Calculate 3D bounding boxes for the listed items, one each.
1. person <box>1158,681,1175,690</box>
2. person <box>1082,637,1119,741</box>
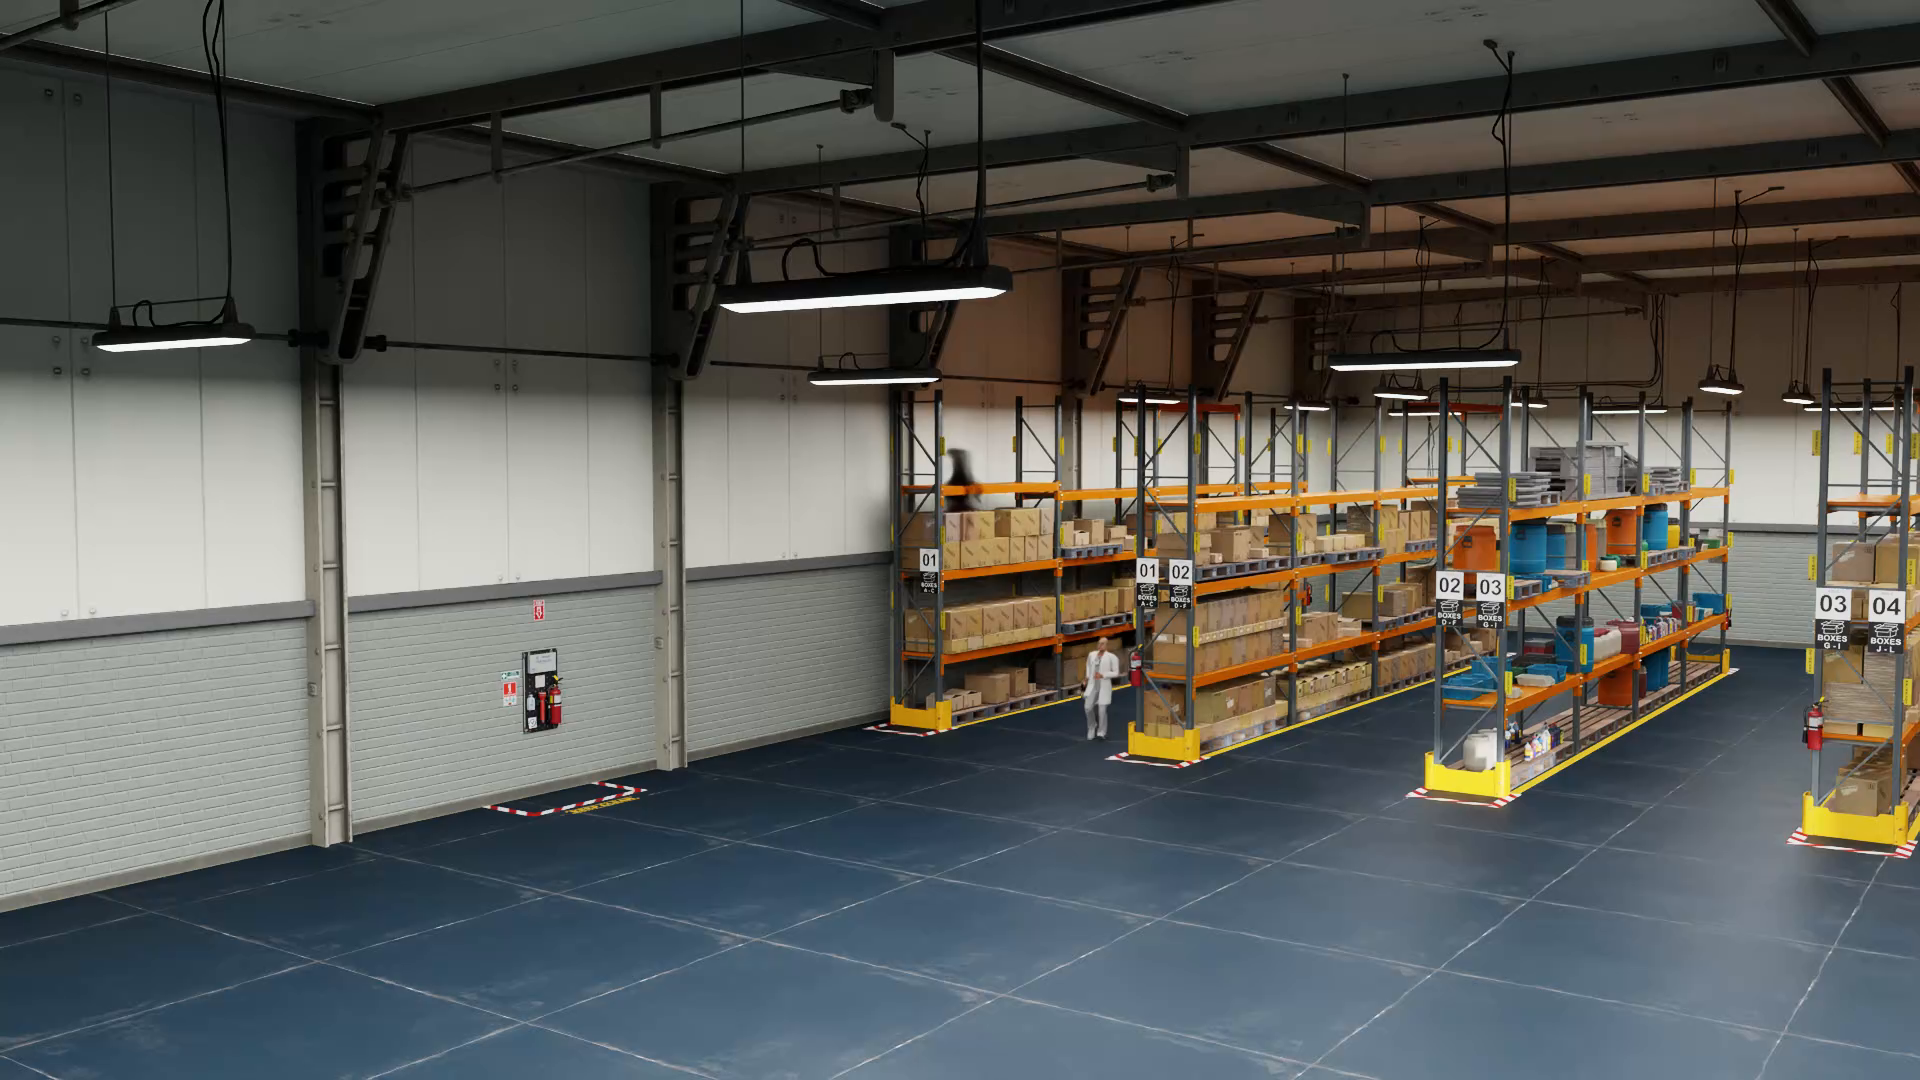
[{"bbox_3d":[3.993,2.406,31.787,0.647,1.657,0.739,1,4,25],"label":"person"},{"bbox_3d":[2.391,2.540,28.310,0.662,1.771,0.731,1,3,22],"label":"person"}]
